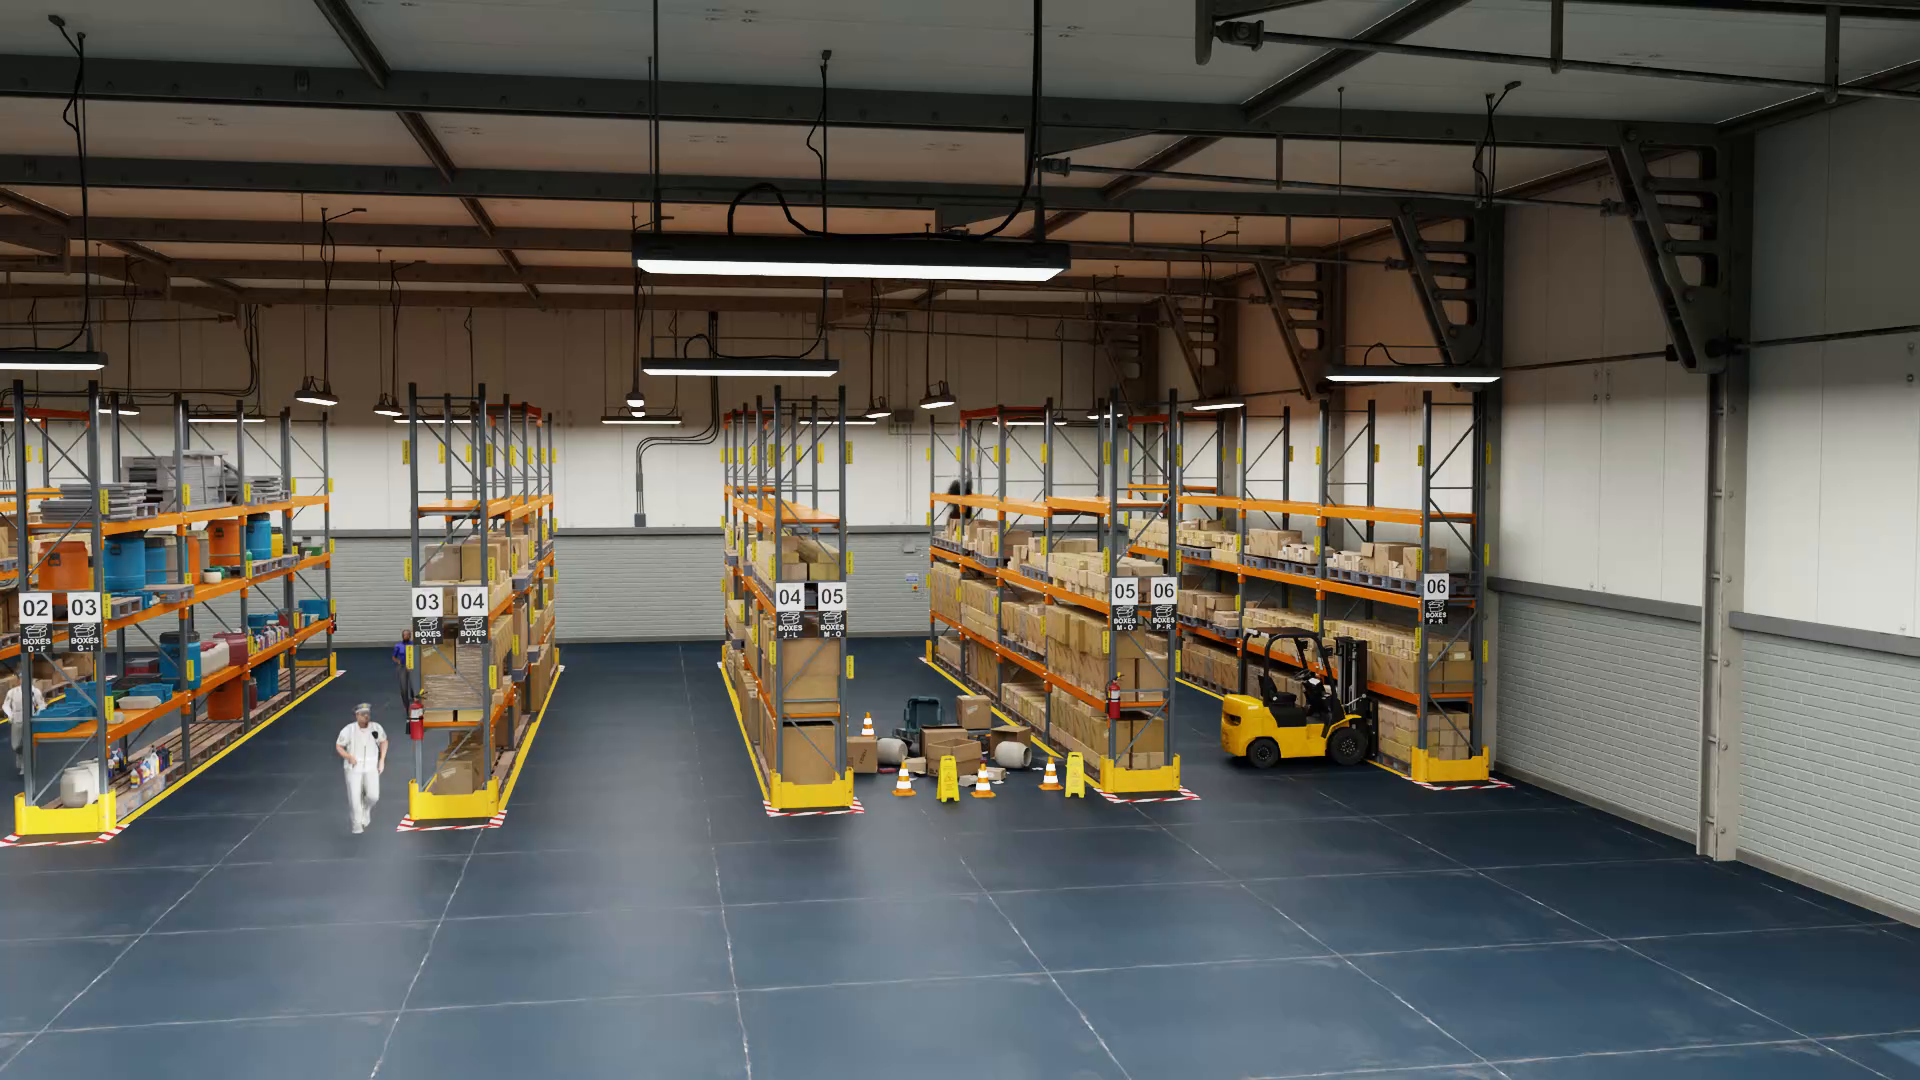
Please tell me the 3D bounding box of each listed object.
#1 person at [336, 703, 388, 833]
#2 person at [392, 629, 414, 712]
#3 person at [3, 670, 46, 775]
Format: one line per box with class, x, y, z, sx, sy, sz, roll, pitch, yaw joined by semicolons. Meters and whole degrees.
person;-7.917;3.027;22.092;0.684;1.733;0.611;-2;3;-30
person;-10.745;2.550;32.346;0.565;1.611;0.553;-1;3;-19
person;-14.698;2.850;26.135;0.601;1.652;0.543;-1;3;-25
